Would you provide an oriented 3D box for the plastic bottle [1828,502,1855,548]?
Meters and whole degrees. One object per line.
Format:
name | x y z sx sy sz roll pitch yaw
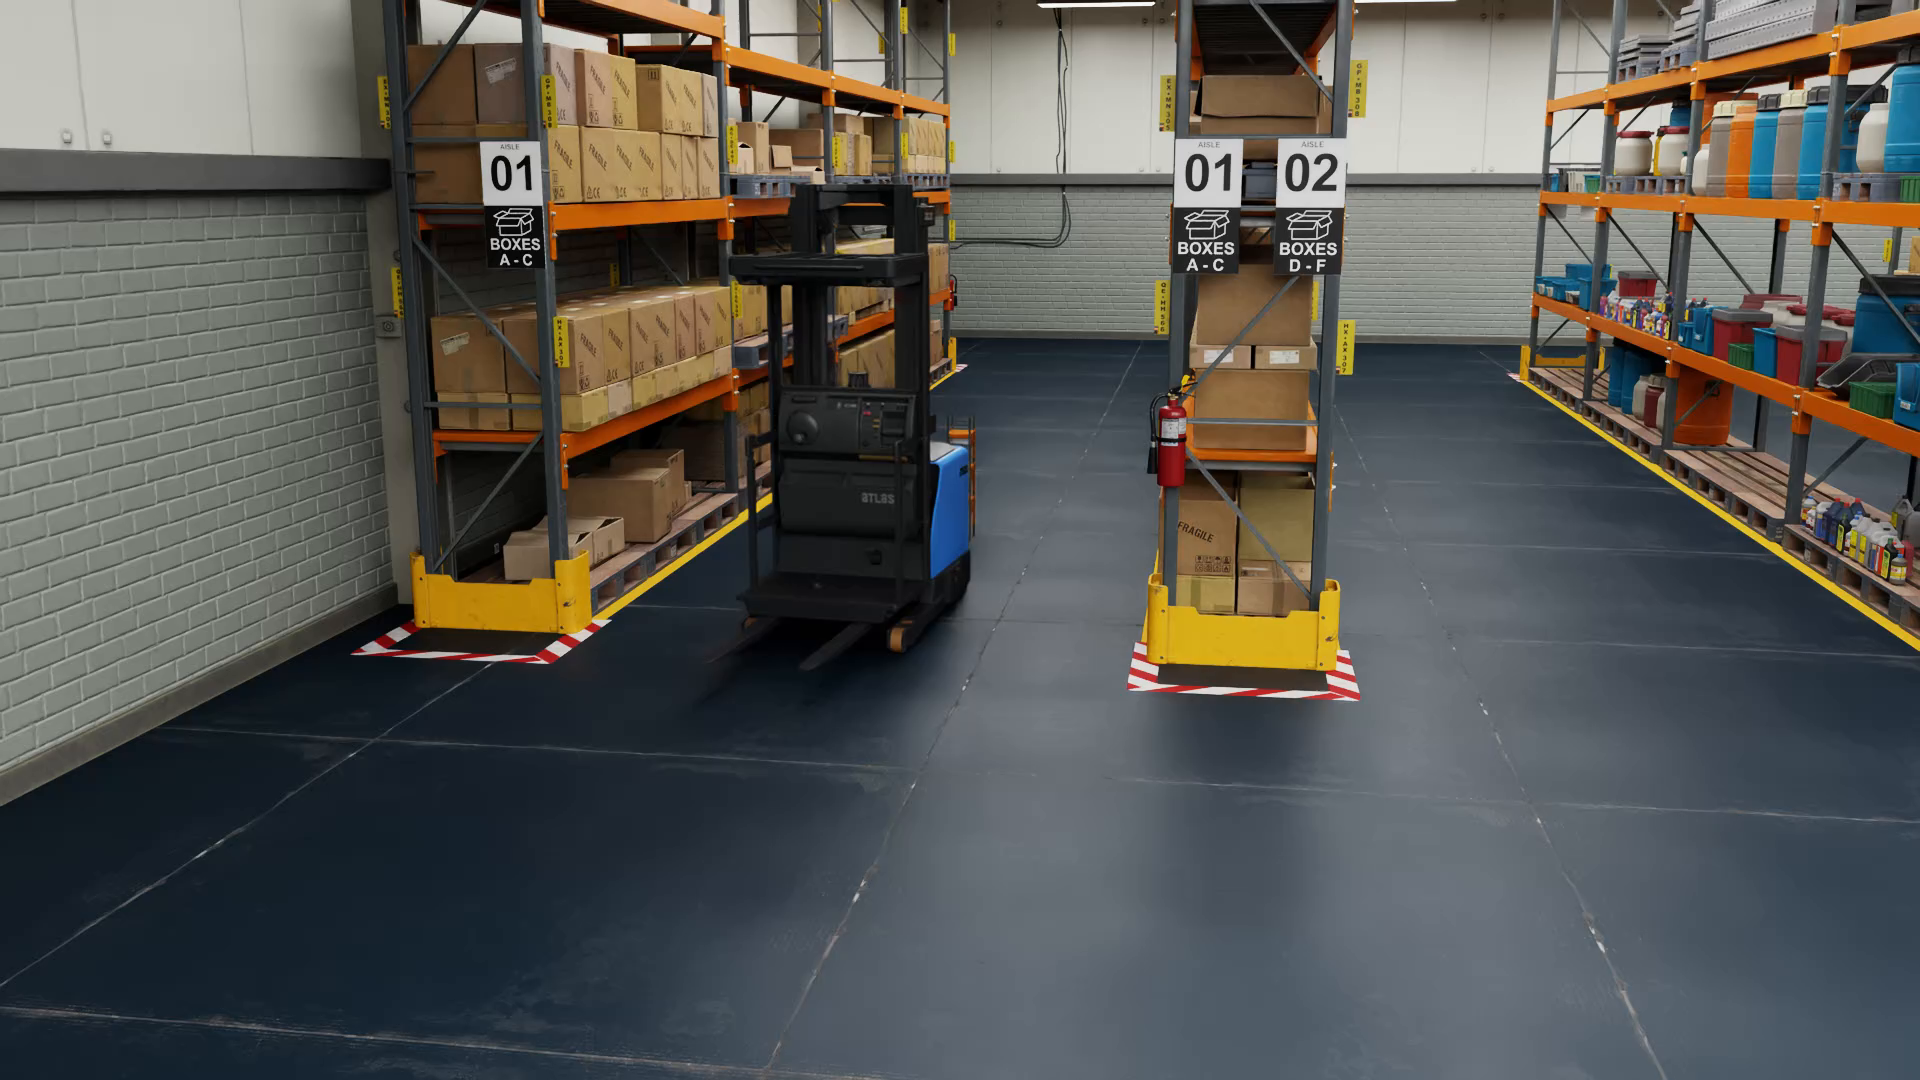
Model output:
plastic bottle | 6.720 -0.115 12.651 0.144 0.351 0.185 1 12 6

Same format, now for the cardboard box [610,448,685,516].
cardboard box | -2.626 -0.486 14.016 0.500 0.500 0.500 1 12 4

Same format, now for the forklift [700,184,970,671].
forklift | -0.798 -0.800 10.749 1.130 2.935 3.031 3 13 15

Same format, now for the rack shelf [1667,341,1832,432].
rack shelf | 7.590 -1.454 15.326 1.077 0.370 4.000 2 12 9

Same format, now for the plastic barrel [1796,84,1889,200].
plastic barrel | 7.147 -3.213 13.473 0.600 0.901 0.708 2 12 9

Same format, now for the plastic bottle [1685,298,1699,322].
plastic bottle | 8.355 -2.576 18.943 0.144 0.351 0.185 2 12 9

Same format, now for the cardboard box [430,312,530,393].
cardboard box | -3.259 -1.285 11.366 0.500 0.500 0.500 2 12 8

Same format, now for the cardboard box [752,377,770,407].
cardboard box | -2.174 -1.527 17.067 0.500 0.250 0.500 2 12 8

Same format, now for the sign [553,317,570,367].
sign | -2.585 -1.283 10.771 0.100 0.325 0.005 2 12 9

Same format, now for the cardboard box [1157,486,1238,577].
cardboard box | 1.562 -0.067 10.932 0.500 0.500 0.500 2 12 9

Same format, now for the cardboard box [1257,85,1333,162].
cardboard box | 2.299 -2.843 11.380 0.500 0.500 0.500 2 12 9

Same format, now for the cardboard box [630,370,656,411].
cardboard box | -2.583 -1.119 12.376 0.500 0.250 0.500 2 12 8

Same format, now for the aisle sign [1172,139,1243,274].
aisle sign | 1.473 -1.984 9.910 0.394 0.787 0.004 2 12 9

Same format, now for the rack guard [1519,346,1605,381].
rack guard | 9.119 -2.670 25.198 1.175 0.500 0.348 2 12 9

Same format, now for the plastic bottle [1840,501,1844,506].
plastic bottle | 6.883 -0.152 12.984 0.061 0.283 0.133 2 12 9

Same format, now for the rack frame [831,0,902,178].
rack frame | -1.276 -6.308 21.903 1.000 3.000 0.127 2 12 9

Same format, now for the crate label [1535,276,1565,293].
crate label | 8.765 -3.794 24.732 0.416 0.233 0.303 2 12 9

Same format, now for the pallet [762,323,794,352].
pallet | -2.155 -2.035 16.773 1.003 0.211 1.213 2 12 9

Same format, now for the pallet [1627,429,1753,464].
pallet | 7.978 -1.024 18.243 1.003 0.211 1.213 2 12 9

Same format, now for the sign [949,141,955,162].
sign | -0.127 -6.048 25.903 0.100 0.325 0.005 2 12 9

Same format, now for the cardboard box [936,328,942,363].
cardboard box | -0.670 -3.042 25.927 0.700 0.500 0.500 2 12 9

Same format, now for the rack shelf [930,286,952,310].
rack shelf | -0.968 -3.440 24.543 1.077 0.370 4.000 2 12 9

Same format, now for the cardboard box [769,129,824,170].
cardboard box | -1.875 -4.374 18.767 0.700 0.500 0.500 1 12 4

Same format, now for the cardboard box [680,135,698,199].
cardboard box | -2.430 -3.017 13.467 0.500 0.500 0.500 1 12 4

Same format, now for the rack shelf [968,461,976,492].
rack shelf | 0.008 -0.514 13.937 0.215 0.259 0.240 2 12 9

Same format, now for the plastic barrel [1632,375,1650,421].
plastic barrel | 8.129 -1.669 19.525 0.421 0.512 0.421 0 12 0

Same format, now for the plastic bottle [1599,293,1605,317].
plastic bottle | 8.035 -2.935 20.768 0.061 0.283 0.133 2 12 9

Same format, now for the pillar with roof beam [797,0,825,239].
pillar with roof beam | 2.231 -6.342 22.062 9.100 9.000 0.400 2 12 9

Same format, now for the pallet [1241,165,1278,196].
pallet | 2.093 -2.542 11.757 1.003 0.211 1.213 2 12 9

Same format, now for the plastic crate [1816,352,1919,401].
plastic crate | 7.077 -1.254 12.838 0.767 0.338 0.504 2 12 9

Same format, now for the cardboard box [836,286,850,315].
cardboard box | -1.564 -2.839 19.058 0.500 0.500 0.500 2 12 10

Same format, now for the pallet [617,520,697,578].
pallet | -2.760 0.049 13.266 1.003 0.211 1.213 2 12 9

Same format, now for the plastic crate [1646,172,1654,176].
plastic crate | 8.975 -4.706 21.902 0.497 0.269 0.590 2 12 9

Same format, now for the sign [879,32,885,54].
sign | -1.208 -7.694 25.741 0.100 0.325 0.005 2 12 9

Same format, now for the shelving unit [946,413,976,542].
shelving unit | 0.008 -0.524 13.934 0.215 1.050 0.252 2 12 9

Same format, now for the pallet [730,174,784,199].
pallet | -2.306 -3.210 15.092 1.213 0.211 1.003 2 12 9

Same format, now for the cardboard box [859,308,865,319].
cardboard box | -1.386 -2.810 20.462 0.380 0.149 0.250 2 12 9

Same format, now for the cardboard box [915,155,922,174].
cardboard box | -0.817 -5.263 23.298 0.500 0.250 0.500 2 12 7

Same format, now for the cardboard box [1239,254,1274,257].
cardboard box | 2.019 -1.723 11.552 0.700 0.500 0.500 2 12 9

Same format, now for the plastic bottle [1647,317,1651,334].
plastic bottle | 7.685 -2.395 18.459 0.097 0.201 0.097 0 12 0

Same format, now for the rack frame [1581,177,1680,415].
rack frame | 8.513 -3.054 21.046 1.000 3.000 0.127 2 12 9

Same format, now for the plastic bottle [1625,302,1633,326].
plastic bottle | 7.843 -2.643 19.443 0.097 0.271 0.097 0 12 0

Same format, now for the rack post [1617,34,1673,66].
rack post | 8.353 -5.776 19.612 0.937 0.300 0.954 2 12 8

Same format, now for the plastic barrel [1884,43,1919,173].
plastic barrel | 7.024 -3.102 11.960 0.600 0.901 0.708 2 12 9

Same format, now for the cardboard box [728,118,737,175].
cardboard box | -2.343 -3.542 14.953 0.500 0.500 0.500 4 13 17

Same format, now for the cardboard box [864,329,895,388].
cardboard box | -1.247 -2.390 22.070 0.750 0.750 0.750 2 12 9

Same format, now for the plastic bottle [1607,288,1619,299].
plastic bottle | 8.133 -2.959 20.720 0.144 0.351 0.185 2 12 9

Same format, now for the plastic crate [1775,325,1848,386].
plastic crate | 7.055 -1.531 13.825 0.402 0.464 0.583 2 12 9

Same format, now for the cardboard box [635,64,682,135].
cardboard box | -2.459 -3.387 12.812 0.500 0.500 0.500 1 12 7

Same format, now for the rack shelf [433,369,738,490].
rack shelf | -2.814 -0.942 12.952 1.077 0.370 4.000 2 12 9

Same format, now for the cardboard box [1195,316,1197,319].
cardboard box | 1.962 -1.598 12.512 0.380 0.149 0.250 2 12 7
